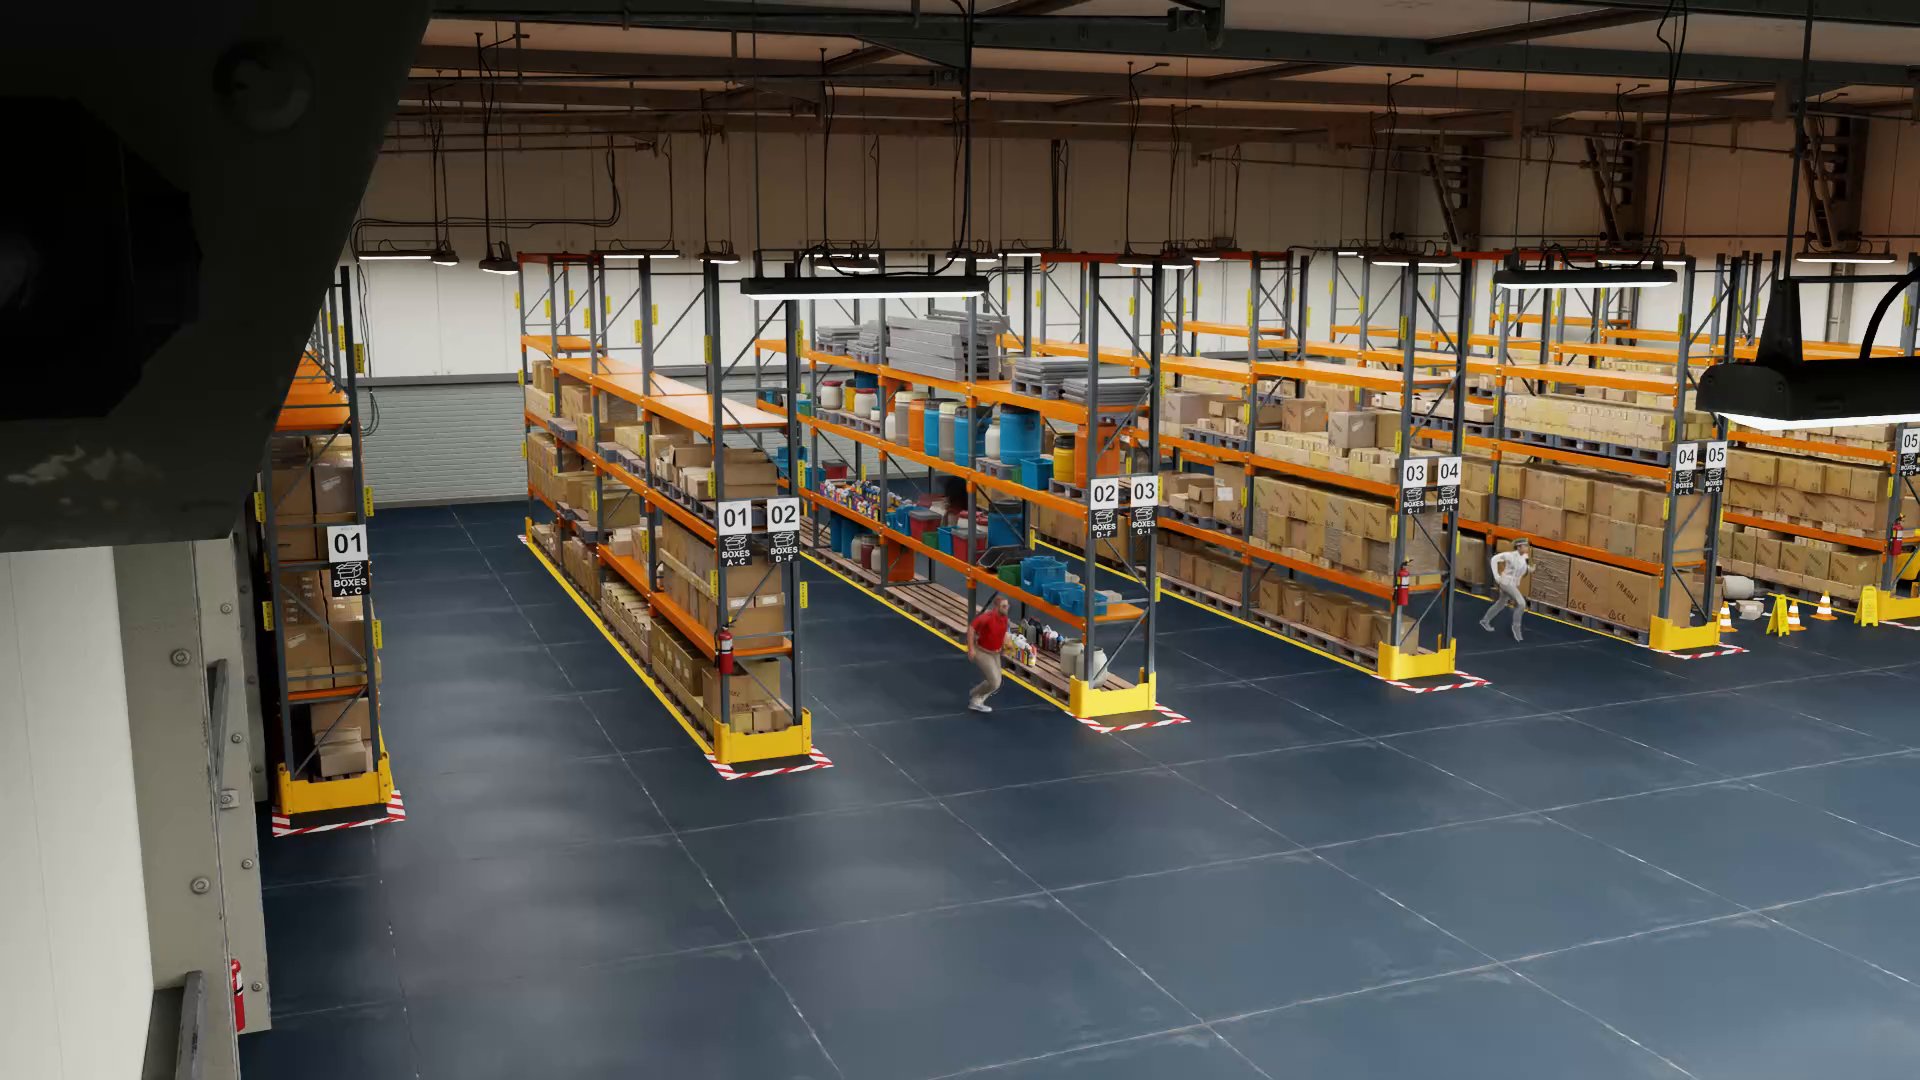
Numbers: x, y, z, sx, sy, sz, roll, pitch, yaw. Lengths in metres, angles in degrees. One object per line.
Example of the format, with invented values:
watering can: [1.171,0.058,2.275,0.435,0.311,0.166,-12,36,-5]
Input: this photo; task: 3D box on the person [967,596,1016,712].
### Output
person: [0.404,1.535,22.142,0.670,1.624,0.685,8,13,36]

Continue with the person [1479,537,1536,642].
person: [8.700,0.743,26.423,0.605,1.680,0.891,-9,14,-42]

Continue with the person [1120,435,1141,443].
person: [4.075,-2.000,41.110,0.805,1.801,0.711,-4,11,-21]

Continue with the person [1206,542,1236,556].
person: [5.104,-0.374,32.233,0.654,1.761,0.897,-6,12,-28]
